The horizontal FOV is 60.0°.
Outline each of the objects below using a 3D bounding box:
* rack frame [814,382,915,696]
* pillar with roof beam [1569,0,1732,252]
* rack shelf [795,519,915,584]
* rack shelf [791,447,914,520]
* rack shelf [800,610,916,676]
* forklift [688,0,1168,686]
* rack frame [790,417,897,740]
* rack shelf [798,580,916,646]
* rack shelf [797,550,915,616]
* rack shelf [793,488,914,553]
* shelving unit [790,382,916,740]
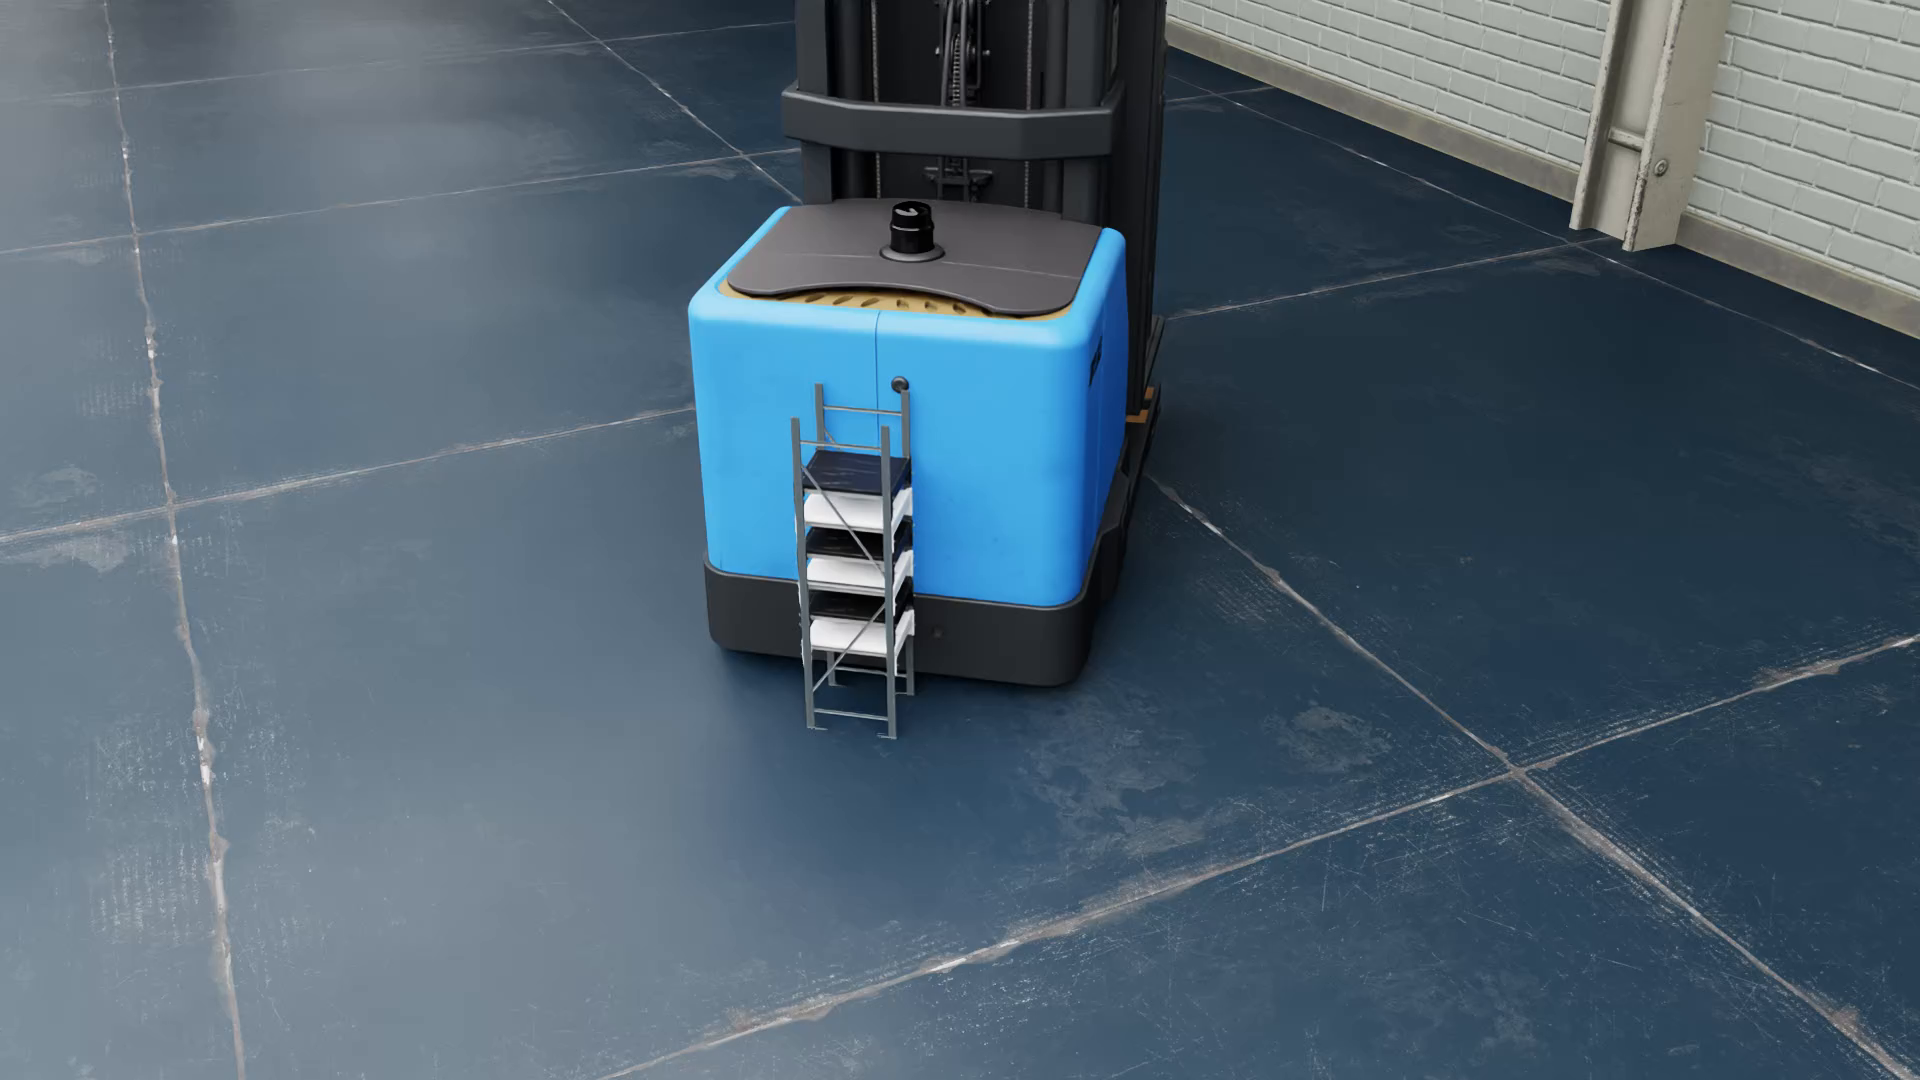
[{"bbox_3d":[-0.241,0.017,4.300,0.240,0.900,0.006,6,30,10],"label":"rack frame"},{"bbox_3d":[-0.772,-4.457,3.998,9.100,9.000,0.400,-13,32,-22],"label":"pillar with roof beam"},{"bbox_3d":[-0.262,0.016,4.185,0.258,0.077,0.200,6,30,10],"label":"rack shelf"},{"bbox_3d":[-0.262,-0.141,4.097,0.258,0.077,0.200,6,30,10],"label":"rack shelf"},{"bbox_3d":[-0.262,0.252,4.317,0.258,0.077,0.200,6,30,10],"label":"rack shelf"},{"bbox_3d":[0.105,-1.595,5.098,1.130,2.935,3.031,6,30,10],"label":"forklift"},{"bbox_3d":[-0.283,0.114,4.126,0.240,0.900,0.006,6,30,10],"label":"rack frame"},{"bbox_3d":[-0.262,0.173,4.273,0.258,0.077,0.200,6,30,10],"label":"rack shelf"},{"bbox_3d":[-0.262,0.095,4.229,0.258,0.077,0.200,6,30,10],"label":"rack shelf"},{"bbox_3d":[-0.262,-0.062,4.141,0.258,0.077,0.200,6,30,10],"label":"rack shelf"},{"bbox_3d":[-0.262,0.066,4.213,0.258,0.900,0.210,6,30,10],"label":"shelving unit"}]
